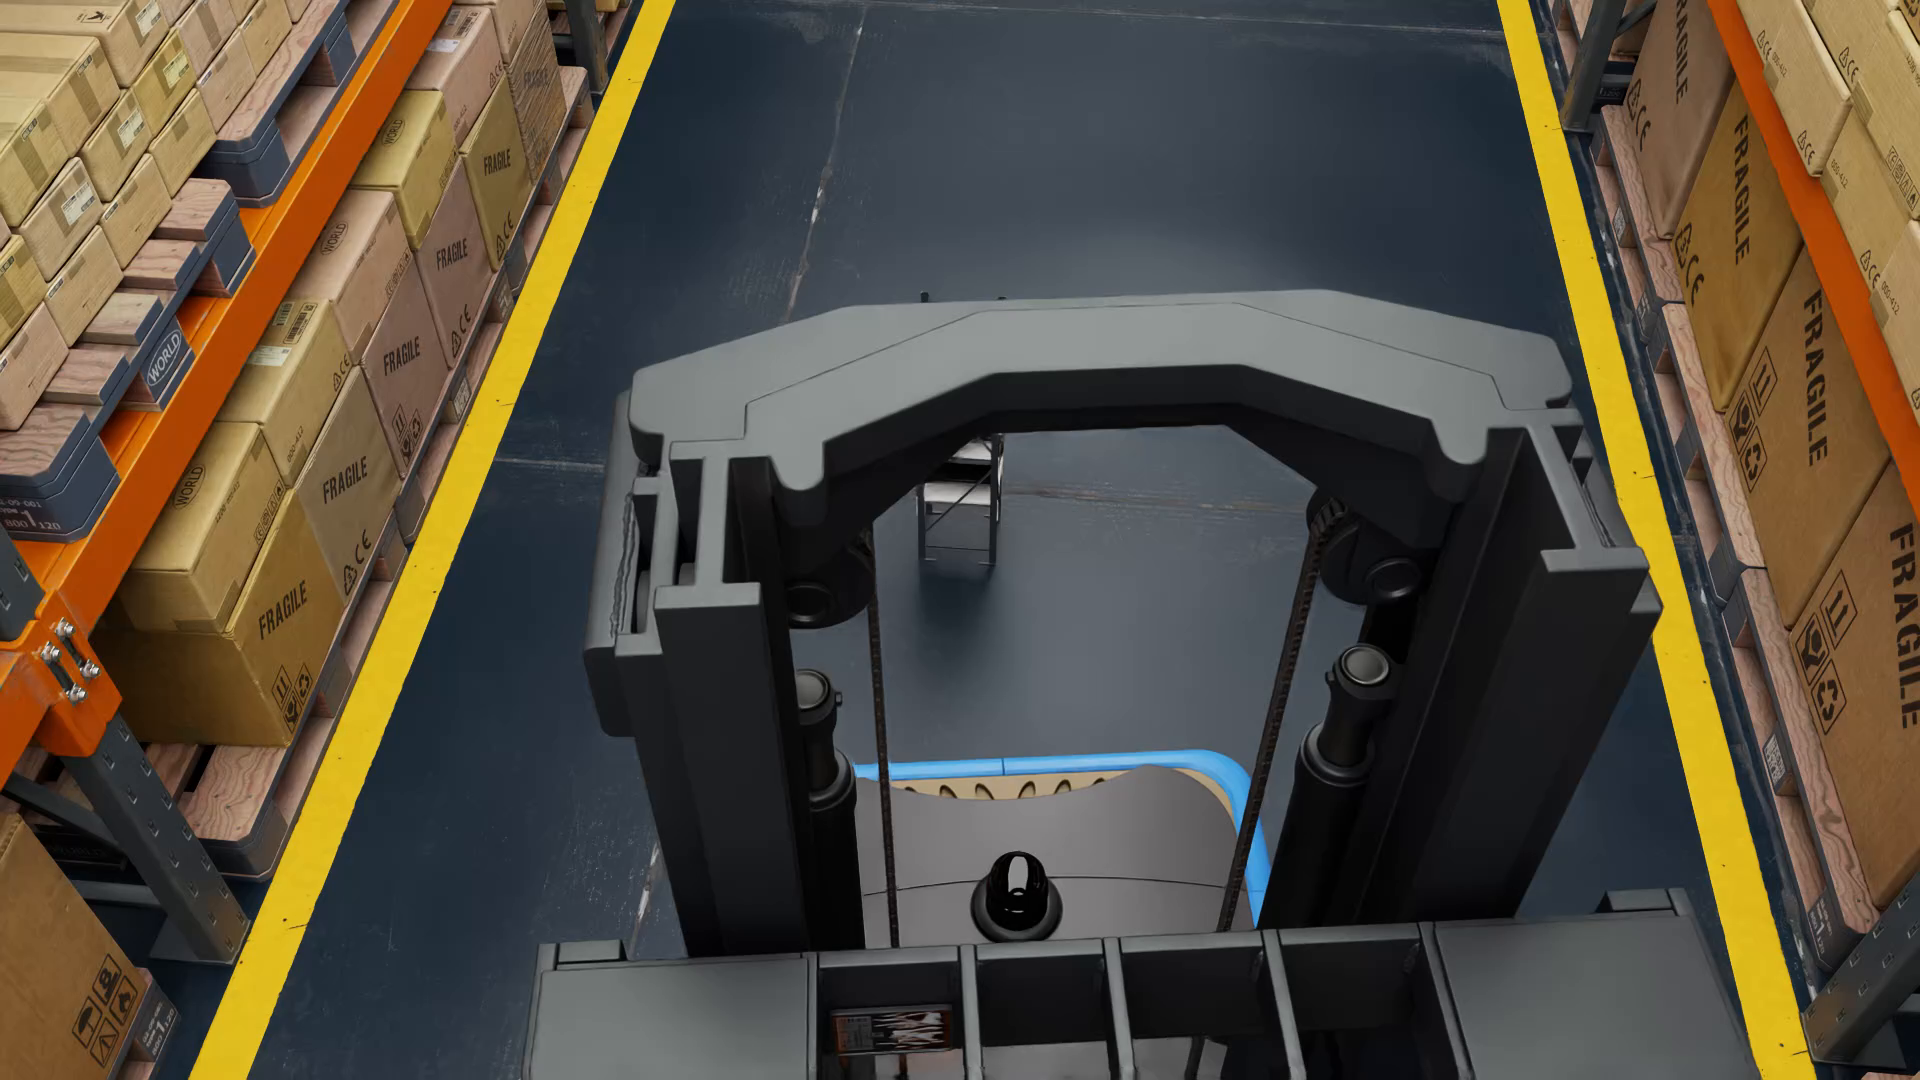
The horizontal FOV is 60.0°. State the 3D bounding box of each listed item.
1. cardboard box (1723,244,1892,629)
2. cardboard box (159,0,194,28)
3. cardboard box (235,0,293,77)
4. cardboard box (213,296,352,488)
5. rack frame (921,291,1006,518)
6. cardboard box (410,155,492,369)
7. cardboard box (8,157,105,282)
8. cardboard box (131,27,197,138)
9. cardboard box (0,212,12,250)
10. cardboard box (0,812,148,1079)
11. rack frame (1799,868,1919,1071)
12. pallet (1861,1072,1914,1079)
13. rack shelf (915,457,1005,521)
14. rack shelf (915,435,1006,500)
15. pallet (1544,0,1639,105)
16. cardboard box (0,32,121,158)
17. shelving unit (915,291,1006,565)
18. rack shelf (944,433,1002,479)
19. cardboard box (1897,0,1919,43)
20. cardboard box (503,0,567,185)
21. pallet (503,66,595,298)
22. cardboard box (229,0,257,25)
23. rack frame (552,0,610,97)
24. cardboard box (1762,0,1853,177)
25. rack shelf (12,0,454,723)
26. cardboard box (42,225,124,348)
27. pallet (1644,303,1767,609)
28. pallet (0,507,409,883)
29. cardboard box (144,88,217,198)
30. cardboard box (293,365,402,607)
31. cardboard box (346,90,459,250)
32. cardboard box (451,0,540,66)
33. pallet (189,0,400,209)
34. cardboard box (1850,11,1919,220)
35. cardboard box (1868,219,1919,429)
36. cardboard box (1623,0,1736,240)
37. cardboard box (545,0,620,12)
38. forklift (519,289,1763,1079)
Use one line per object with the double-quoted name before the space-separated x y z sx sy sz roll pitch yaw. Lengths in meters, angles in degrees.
"cardboard box" 2.822 -0.324 4.669 0.875 0.875 0.875 4 48 4
"cardboard box" -2.017 -1.356 3.940 0.380 0.149 0.250 6 48 5
"cardboard box" -1.987 -1.347 4.335 0.380 0.149 0.250 4 48 4
"cardboard box" -1.998 -0.415 4.498 0.500 0.250 0.500 3 48 3
"rack frame" 0.010 -0.384 4.992 0.240 0.900 0.006 4 48 4
"cardboard box" -1.898 -0.924 5.471 0.500 0.500 0.500 3 48 3
"cardboard box" -2.081 -0.699 3.541 0.380 0.149 0.250 6 48 5
"cardboard box" -2.038 -1.081 3.890 0.380 0.149 0.250 4 48 4
"cardboard box" -2.113 -0.588 3.238 0.380 0.149 0.250 4 48 4
"cardboard box" -2.493 1.058 3.489 1.050 0.750 0.750 3 48 3
"rack frame" 2.591 0.258 2.981 1.000 3.000 0.127 4 48 4
"pallet" 2.518 1.773 3.485 1.003 0.211 1.213 4 48 4
"rack shelf" 0.001 -0.166 5.081 0.258 0.077 0.200 4 48 4
"rack shelf" 0.001 -0.226 5.014 0.258 0.077 0.200 4 48 4
"pallet" 3.102 -2.294 7.205 1.003 0.211 1.213 4 48 4
"cardboard box" -2.064 -0.962 3.580 0.380 0.149 0.250 4 48 3
"shelving unit" 0.001 -0.310 4.923 0.258 0.900 0.210 4 48 4
"rack shelf" 0.001 -0.287 4.948 0.258 0.077 0.200 4 48 4
"cardboard box" 2.468 -1.253 3.618 0.500 0.500 0.500 4 48 4
"cardboard box" -1.800 -1.677 6.161 0.500 0.500 0.500 3 48 3
"pallet" -2.053 -1.427 6.412 1.003 0.211 1.213 4 48 4
"cardboard box" -1.988 -1.446 4.224 0.380 0.149 0.250 3 48 3
"rack frame" -1.983 -2.940 5.906 1.000 3.000 0.127 4 48 4
"cardboard box" 2.489 -1.202 4.419 0.500 0.250 0.500 3 48 3
"rack shelf" -2.166 -1.227 4.827 1.077 0.370 4.000 4 48 4
"cardboard box" -2.082 -0.570 3.624 0.380 0.149 0.250 6 48 5
"pallet" 2.851 -0.269 5.353 1.003 0.211 1.213 4 48 4
"pallet" -2.275 0.366 4.772 1.003 0.211 1.213 4 48 4
"cardboard box" -2.034 -0.967 3.987 0.380 0.149 0.250 6 48 5
"cardboard box" -1.987 -0.171 4.783 0.500 0.500 0.500 4 48 4
"cardboard box" -1.894 -1.161 5.180 0.500 0.250 0.500 2 48 2
"cardboard box" -1.800 -1.927 5.881 0.500 0.250 0.500 3 48 2
"pallet" -2.208 -1.393 4.621 1.003 0.211 1.213 4 48 4
"cardboard box" 2.451 -0.988 3.883 0.500 0.250 0.500 3 48 3
"cardboard box" 2.409 -0.457 3.737 0.500 0.250 0.500 5 48 4
"cardboard box" 2.978 -1.645 5.877 0.875 0.875 0.875 5 48 5
"cardboard box" -1.630 -2.365 7.028 0.380 0.149 0.250 2 48 2
"forklift" 0.166 1.269 2.103 1.130 2.935 3.031 -2 48 -2
